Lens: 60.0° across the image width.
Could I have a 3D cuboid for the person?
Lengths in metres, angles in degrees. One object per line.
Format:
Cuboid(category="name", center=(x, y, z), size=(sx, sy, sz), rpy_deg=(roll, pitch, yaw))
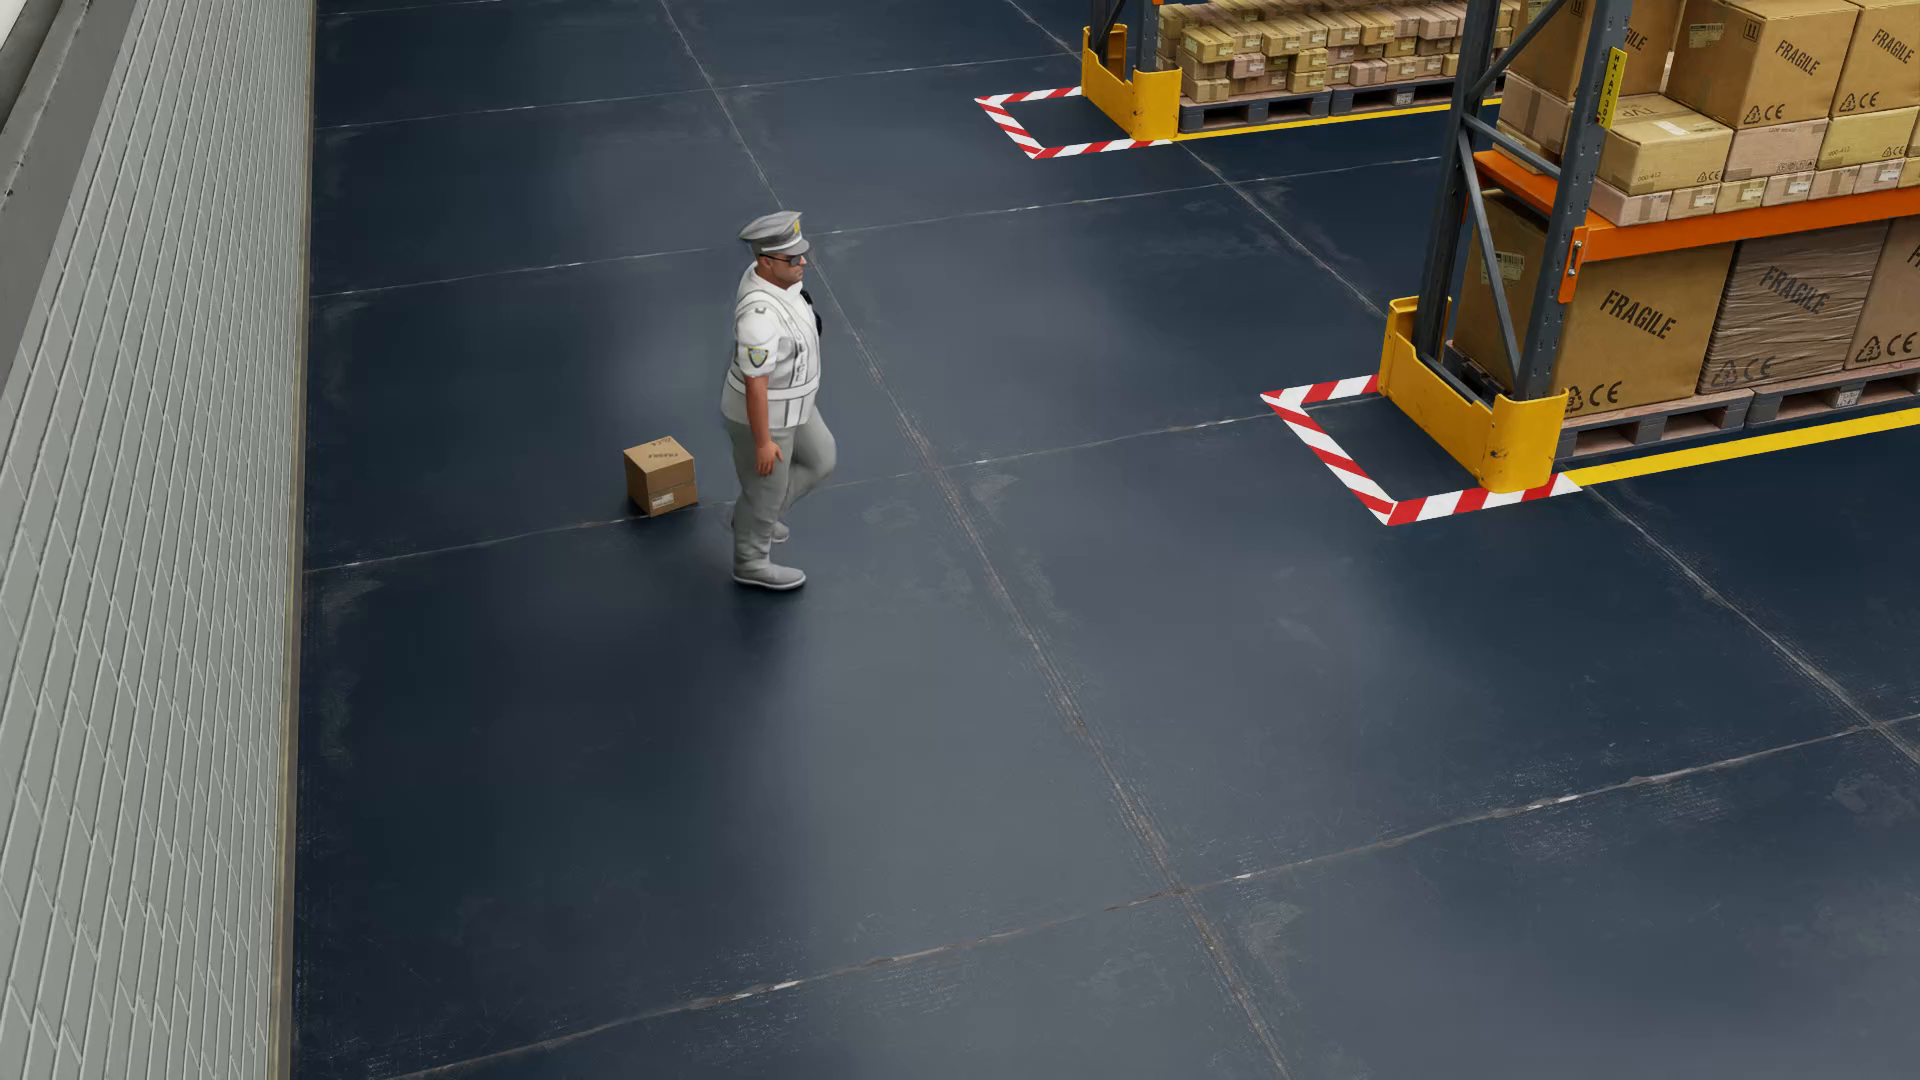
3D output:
Cuboid(category="person", center=(-0.796, -0.556, 6.935), size=(0.484, 1.748, 0.596), rpy_deg=(3, 34, 5))
